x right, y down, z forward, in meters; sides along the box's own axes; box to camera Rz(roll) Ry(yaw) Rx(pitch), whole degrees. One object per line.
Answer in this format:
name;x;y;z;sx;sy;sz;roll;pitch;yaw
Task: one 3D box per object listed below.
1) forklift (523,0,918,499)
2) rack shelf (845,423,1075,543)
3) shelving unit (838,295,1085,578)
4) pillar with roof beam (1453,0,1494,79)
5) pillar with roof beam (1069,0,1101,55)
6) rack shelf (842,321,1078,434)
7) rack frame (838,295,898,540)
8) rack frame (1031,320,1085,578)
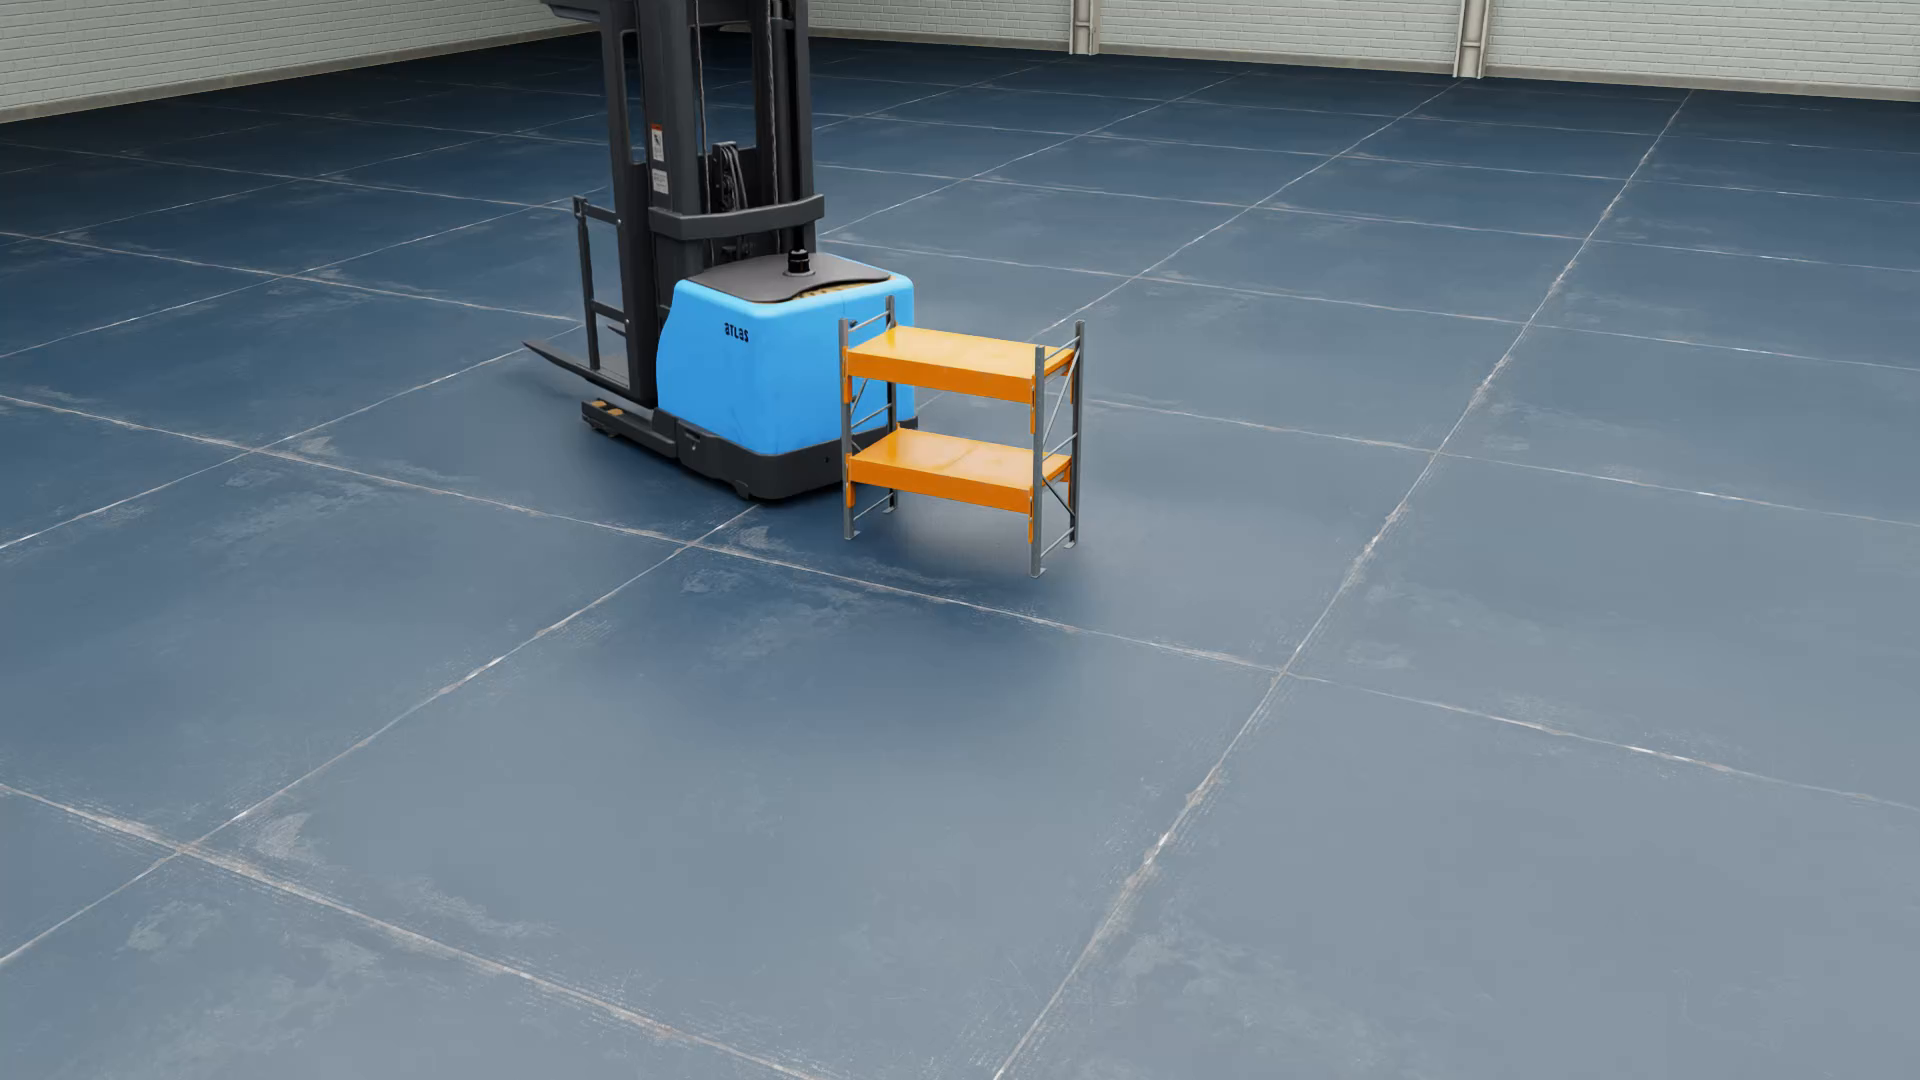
forklift;-1.571;-2.057;9.342;1.130;2.935;3.031;-19;29;-37
rack shelf;0.006;-0.291;8.123;1.000;0.278;0.538;11;25;25
shelving unit;0.006;-0.516;8.027;1.048;1.125;0.538;11;25;25
pillar with roof beam;5.386;-9.315;18.655;0.400;9.000;9.100;11;25;25
pillar with roof beam;0.031;-10.374;21.146;0.400;9.000;9.100;11;25;25
rack shelf;0.006;-0.786;7.913;1.000;0.278;0.538;11;25;25
rack frame;-0.448;-0.606;8.238;0.032;1.125;0.500;11;25;25
rack frame;0.460;-0.427;7.816;0.032;1.125;0.500;11;25;25
